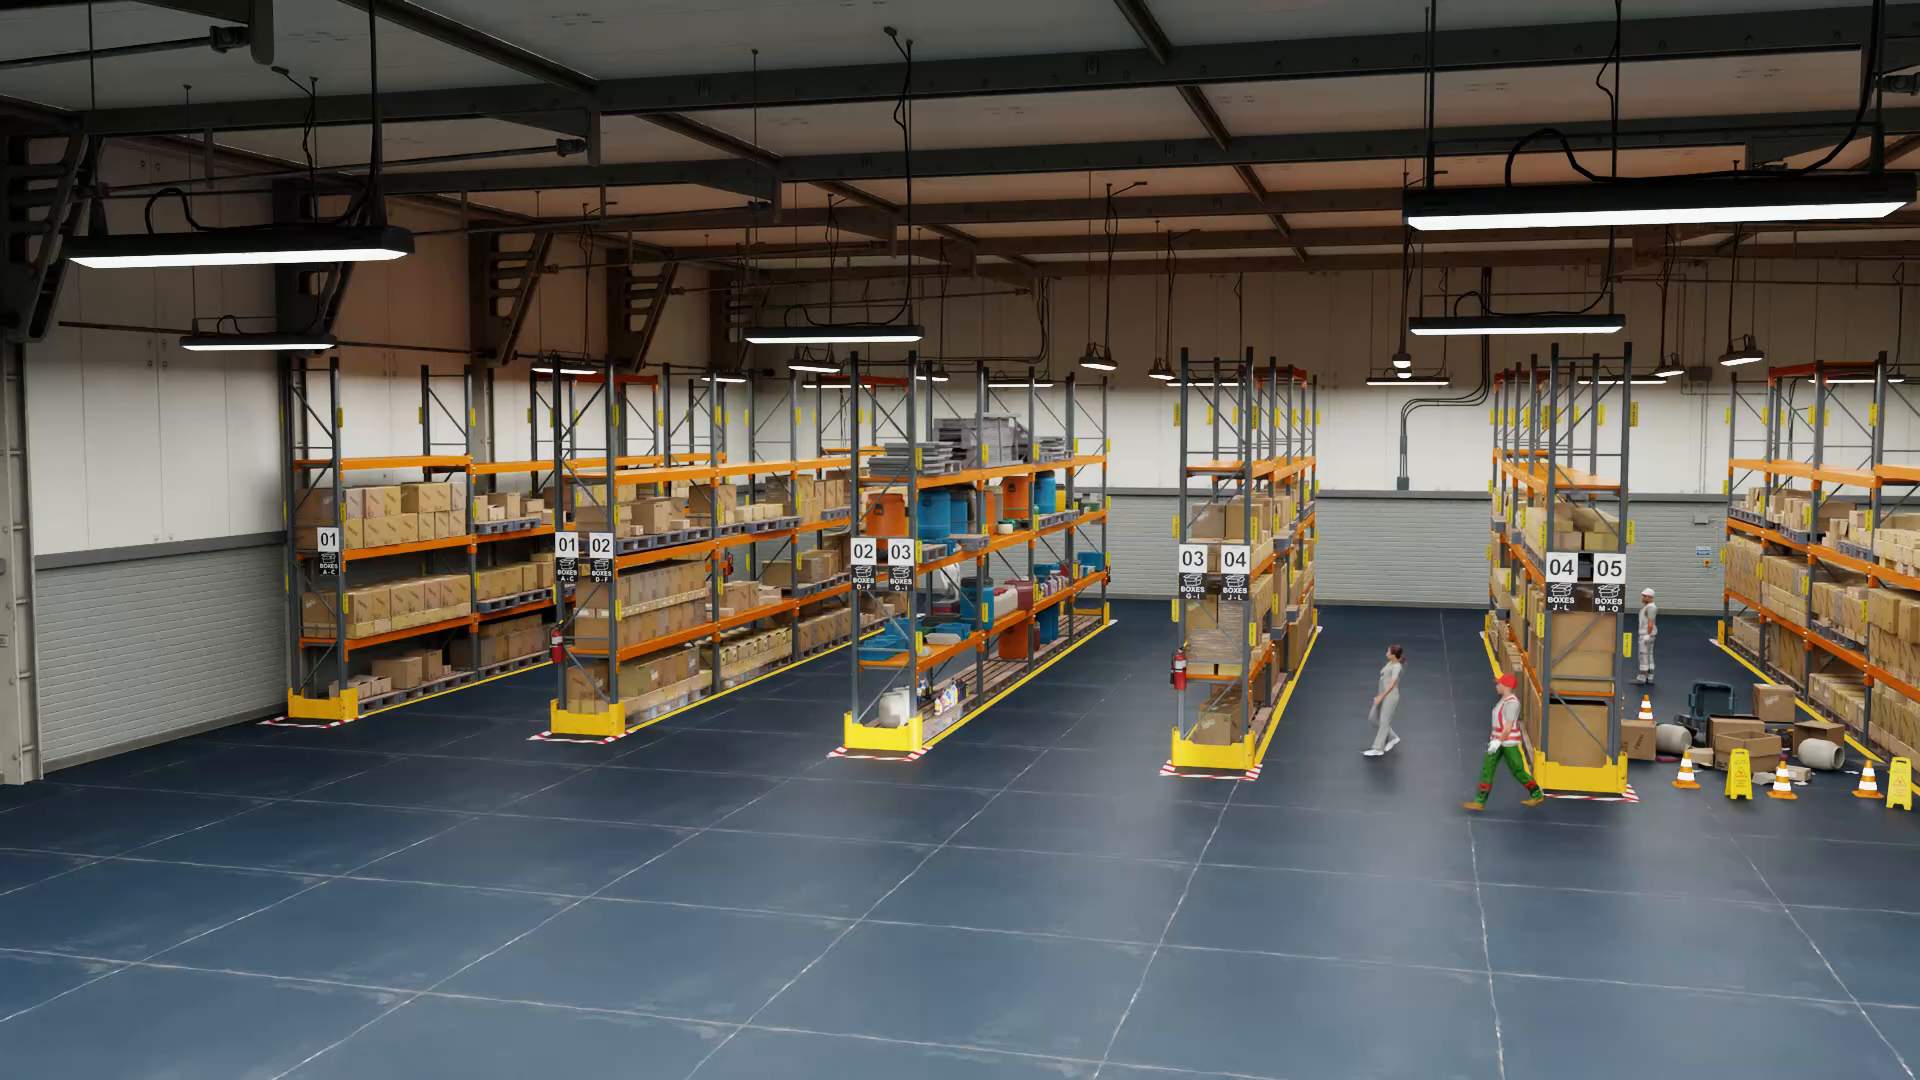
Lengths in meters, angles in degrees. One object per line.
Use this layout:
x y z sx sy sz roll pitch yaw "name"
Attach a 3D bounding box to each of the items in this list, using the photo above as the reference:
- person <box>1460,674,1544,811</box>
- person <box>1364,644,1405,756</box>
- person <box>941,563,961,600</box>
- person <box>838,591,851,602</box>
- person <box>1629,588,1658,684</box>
6.924 2.577 21.105 1.057 1.759 0.486 -1 4 -17 "person"
6.277 2.363 24.655 0.611 1.654 0.514 -1 4 -14 "person"
-0.201 1.080 41.941 0.555 1.604 1.029 -1 4 -12 "person"
-2.887 1.049 42.769 0.428 1.711 0.523 3 5 37 "person"
12.944 1.810 31.404 0.443 1.794 0.606 3 5 36 "person"
